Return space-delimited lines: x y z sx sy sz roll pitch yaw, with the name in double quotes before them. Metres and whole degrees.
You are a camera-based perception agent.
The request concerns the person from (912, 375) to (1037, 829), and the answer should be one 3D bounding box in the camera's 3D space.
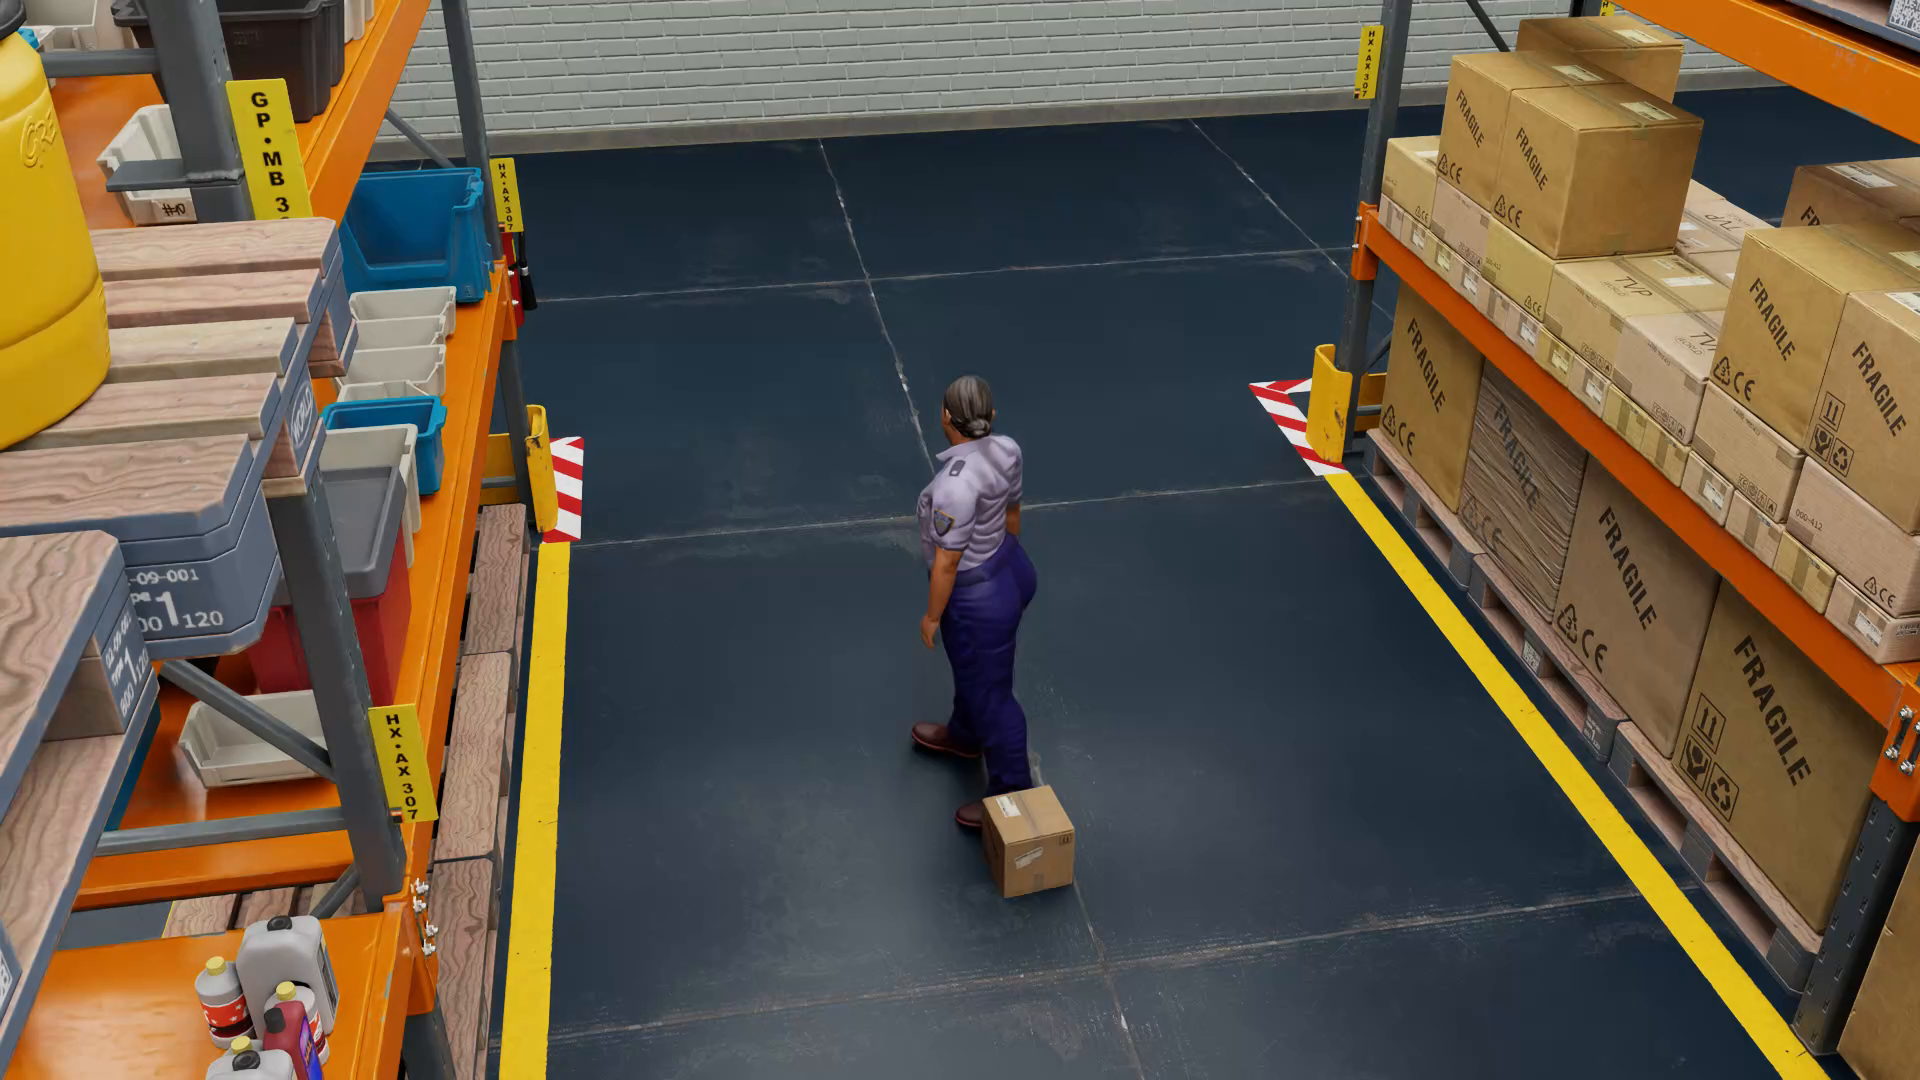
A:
"person" 0.032 0.184 5.802 0.578 1.634 0.568 11 33 17
